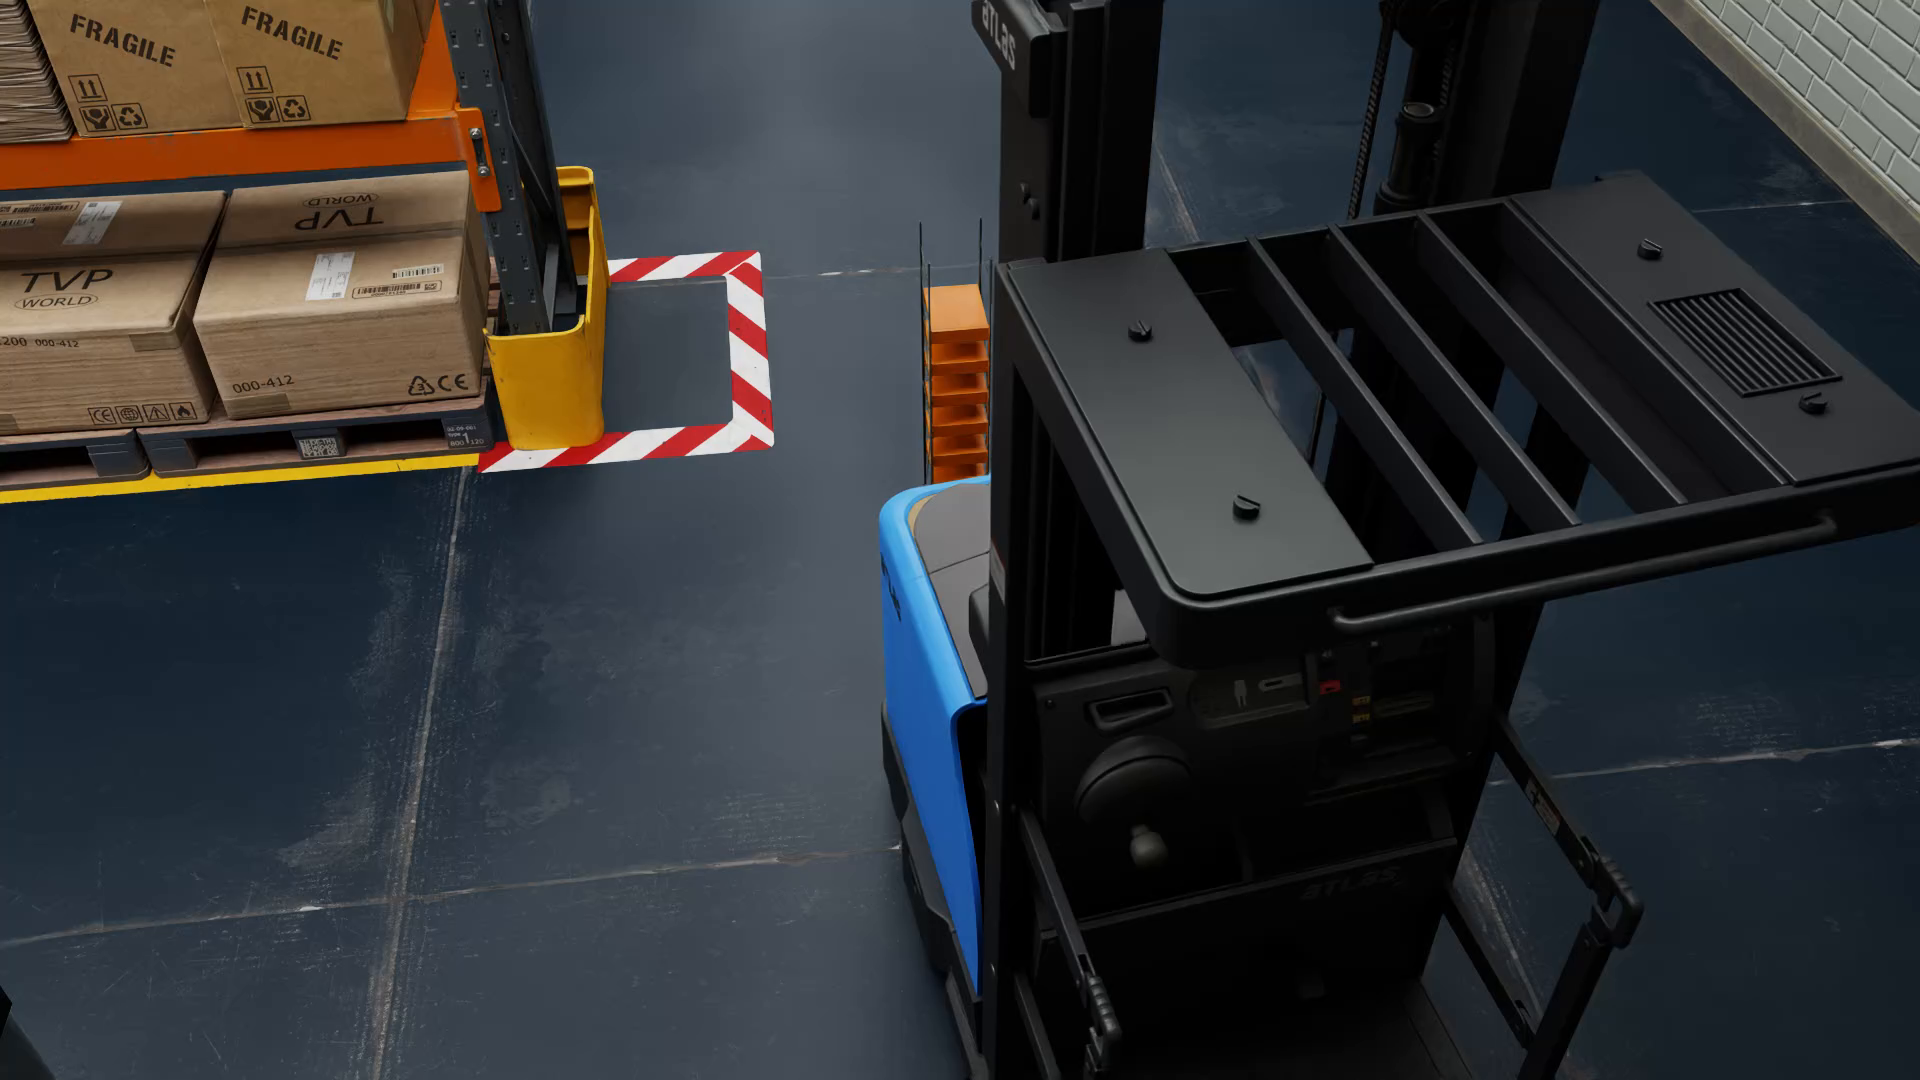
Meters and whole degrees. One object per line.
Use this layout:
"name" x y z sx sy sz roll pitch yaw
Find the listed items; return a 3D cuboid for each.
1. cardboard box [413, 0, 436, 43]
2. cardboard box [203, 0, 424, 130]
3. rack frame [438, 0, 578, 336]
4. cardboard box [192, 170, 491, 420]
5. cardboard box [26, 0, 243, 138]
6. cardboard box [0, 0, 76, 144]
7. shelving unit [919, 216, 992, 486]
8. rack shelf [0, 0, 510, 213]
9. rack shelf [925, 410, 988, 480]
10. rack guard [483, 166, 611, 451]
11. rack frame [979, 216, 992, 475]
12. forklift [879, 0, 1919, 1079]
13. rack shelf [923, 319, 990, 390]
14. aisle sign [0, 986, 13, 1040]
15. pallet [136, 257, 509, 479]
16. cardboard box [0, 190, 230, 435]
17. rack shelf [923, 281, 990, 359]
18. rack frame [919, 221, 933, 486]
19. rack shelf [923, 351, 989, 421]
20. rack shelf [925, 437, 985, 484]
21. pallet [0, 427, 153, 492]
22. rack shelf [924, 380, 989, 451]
"cardboard box" -2.098 -2.022 5.659 0.500 0.500 0.500 -5 42 -6
"cardboard box" -2.028 -1.655 5.253 0.500 0.500 0.500 -5 42 -5
"rack frame" -1.584 -1.836 5.528 0.127 3.000 1.000 -5 42 -6
"cardboard box" -2.226 -0.917 6.108 0.875 0.438 0.875 -6 42 -7
"cardboard box" -2.528 -1.622 5.216 0.500 0.500 0.500 -6 42 -6
"cardboard box" -3.037 -1.570 5.159 0.500 0.500 0.500 -4 42 -4
"shelving unit" -0.014 -0.444 5.329 0.189 1.200 0.258 -5 42 -6
"rack shelf" -3.567 -1.395 5.576 4.000 0.370 1.077 -5 42 -6
"rack shelf" -0.014 -0.322 5.439 0.180 0.103 0.258 -5 42 -6
"rack guard" -1.561 -0.910 6.367 0.348 0.500 1.175 -5 42 -6
"rack frame" 0.076 -0.452 5.338 0.006 1.200 0.240 -5 42 -6
"forklift" 0.654 0.455 3.039 1.130 2.935 3.031 -10 43 -11
"rack shelf" -0.014 -0.589 5.198 0.180 0.103 0.258 -5 42 -6
"aisle sign" -0.908 0.294 1.225 0.004 0.787 0.394 -5 42 -6
"pallet" -2.367 -0.679 6.327 1.213 0.211 1.003 -5 42 -6
"cardboard box" -3.132 -0.831 6.014 0.875 0.438 0.875 -4 42 -4
"rack shelf" -0.014 -0.679 5.117 0.180 0.103 0.258 -5 42 -6
"rack frame" -0.105 -0.436 5.320 0.006 1.200 0.240 -5 42 -6
"rack shelf" -0.014 -0.500 5.278 0.180 0.103 0.258 -5 42 -6
"rack shelf" -0.014 -0.233 5.519 0.180 0.103 0.258 -5 42 -6
"pallet" -3.574 -0.575 6.212 1.213 0.211 1.003 -5 42 -6
"rack shelf" -0.014 -0.411 5.359 0.180 0.103 0.258 -5 42 -6
